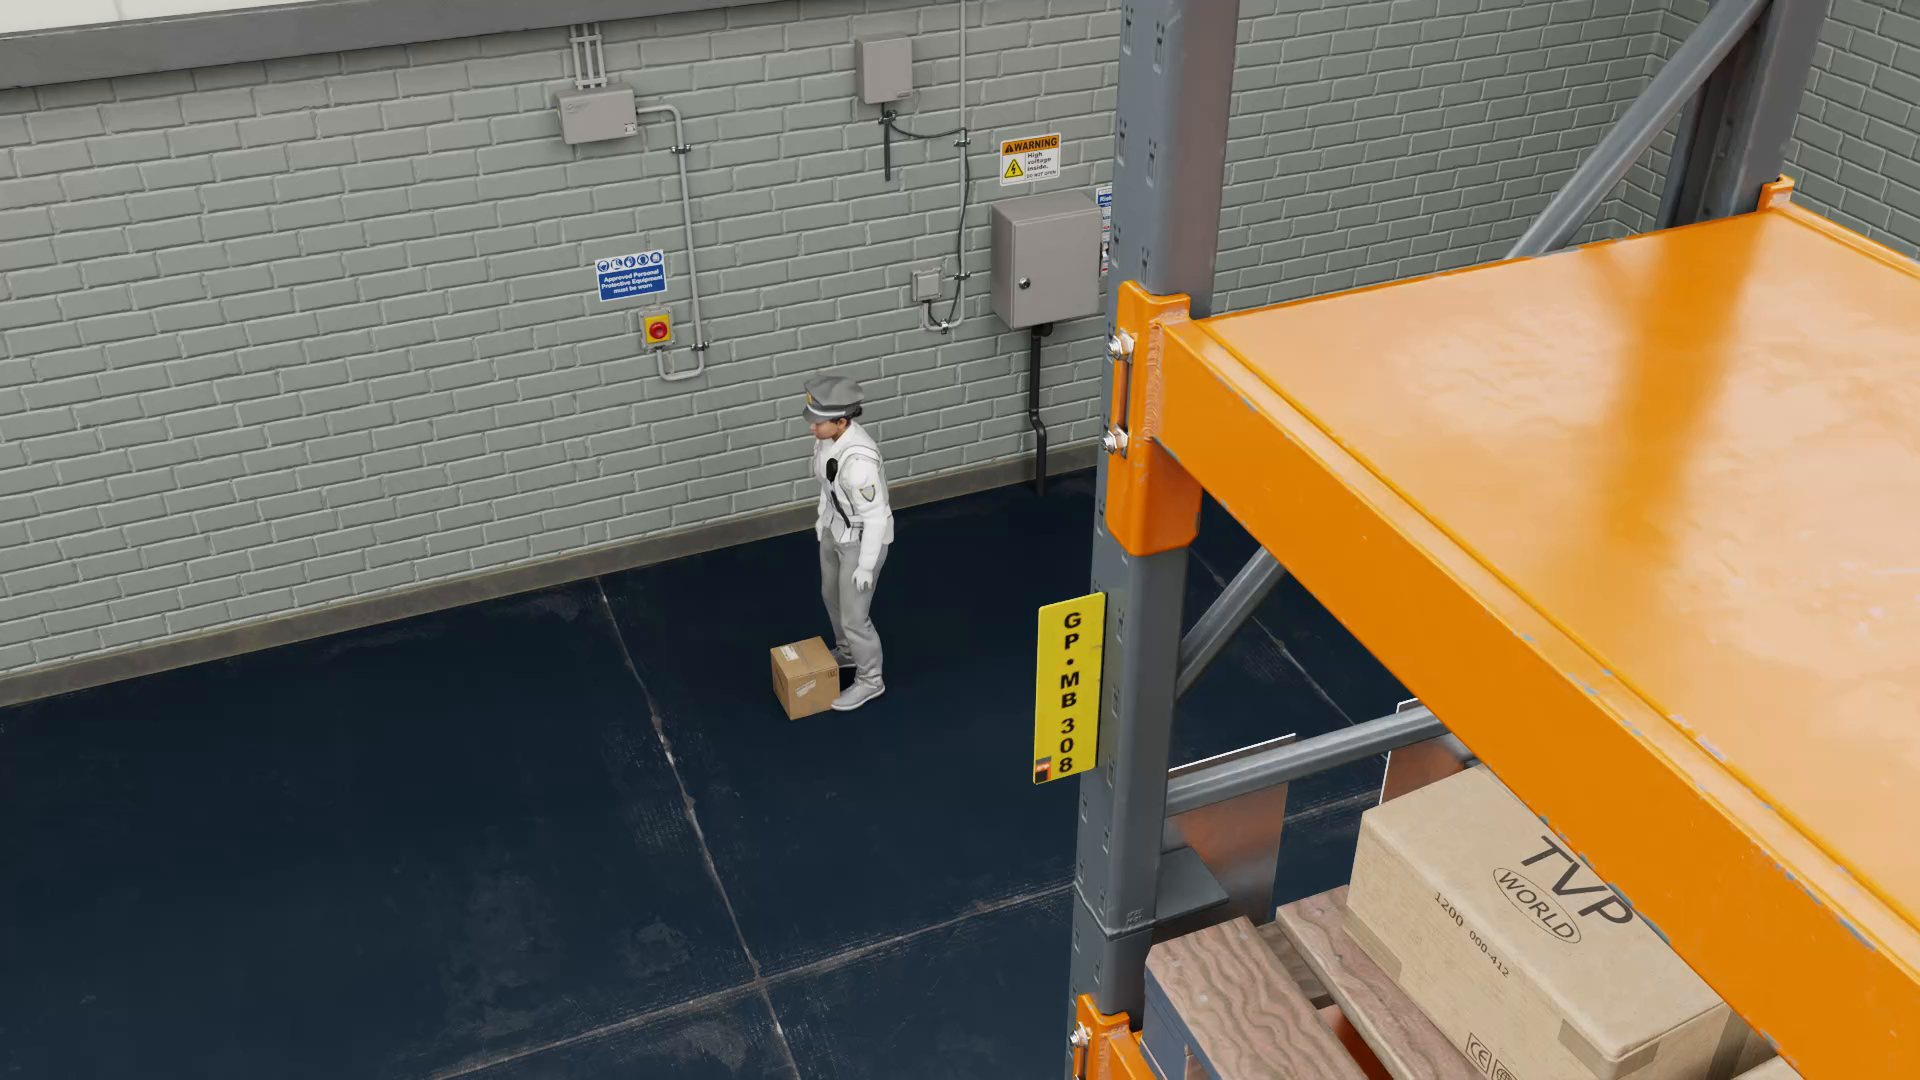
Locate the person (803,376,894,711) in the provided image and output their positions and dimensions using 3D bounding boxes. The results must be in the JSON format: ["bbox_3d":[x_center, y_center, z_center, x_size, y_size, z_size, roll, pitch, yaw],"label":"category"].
[{"bbox_3d":[-0.503,0.007,7.510,0.374,1.662,0.539,-15,37,-21],"label":"person"}]
